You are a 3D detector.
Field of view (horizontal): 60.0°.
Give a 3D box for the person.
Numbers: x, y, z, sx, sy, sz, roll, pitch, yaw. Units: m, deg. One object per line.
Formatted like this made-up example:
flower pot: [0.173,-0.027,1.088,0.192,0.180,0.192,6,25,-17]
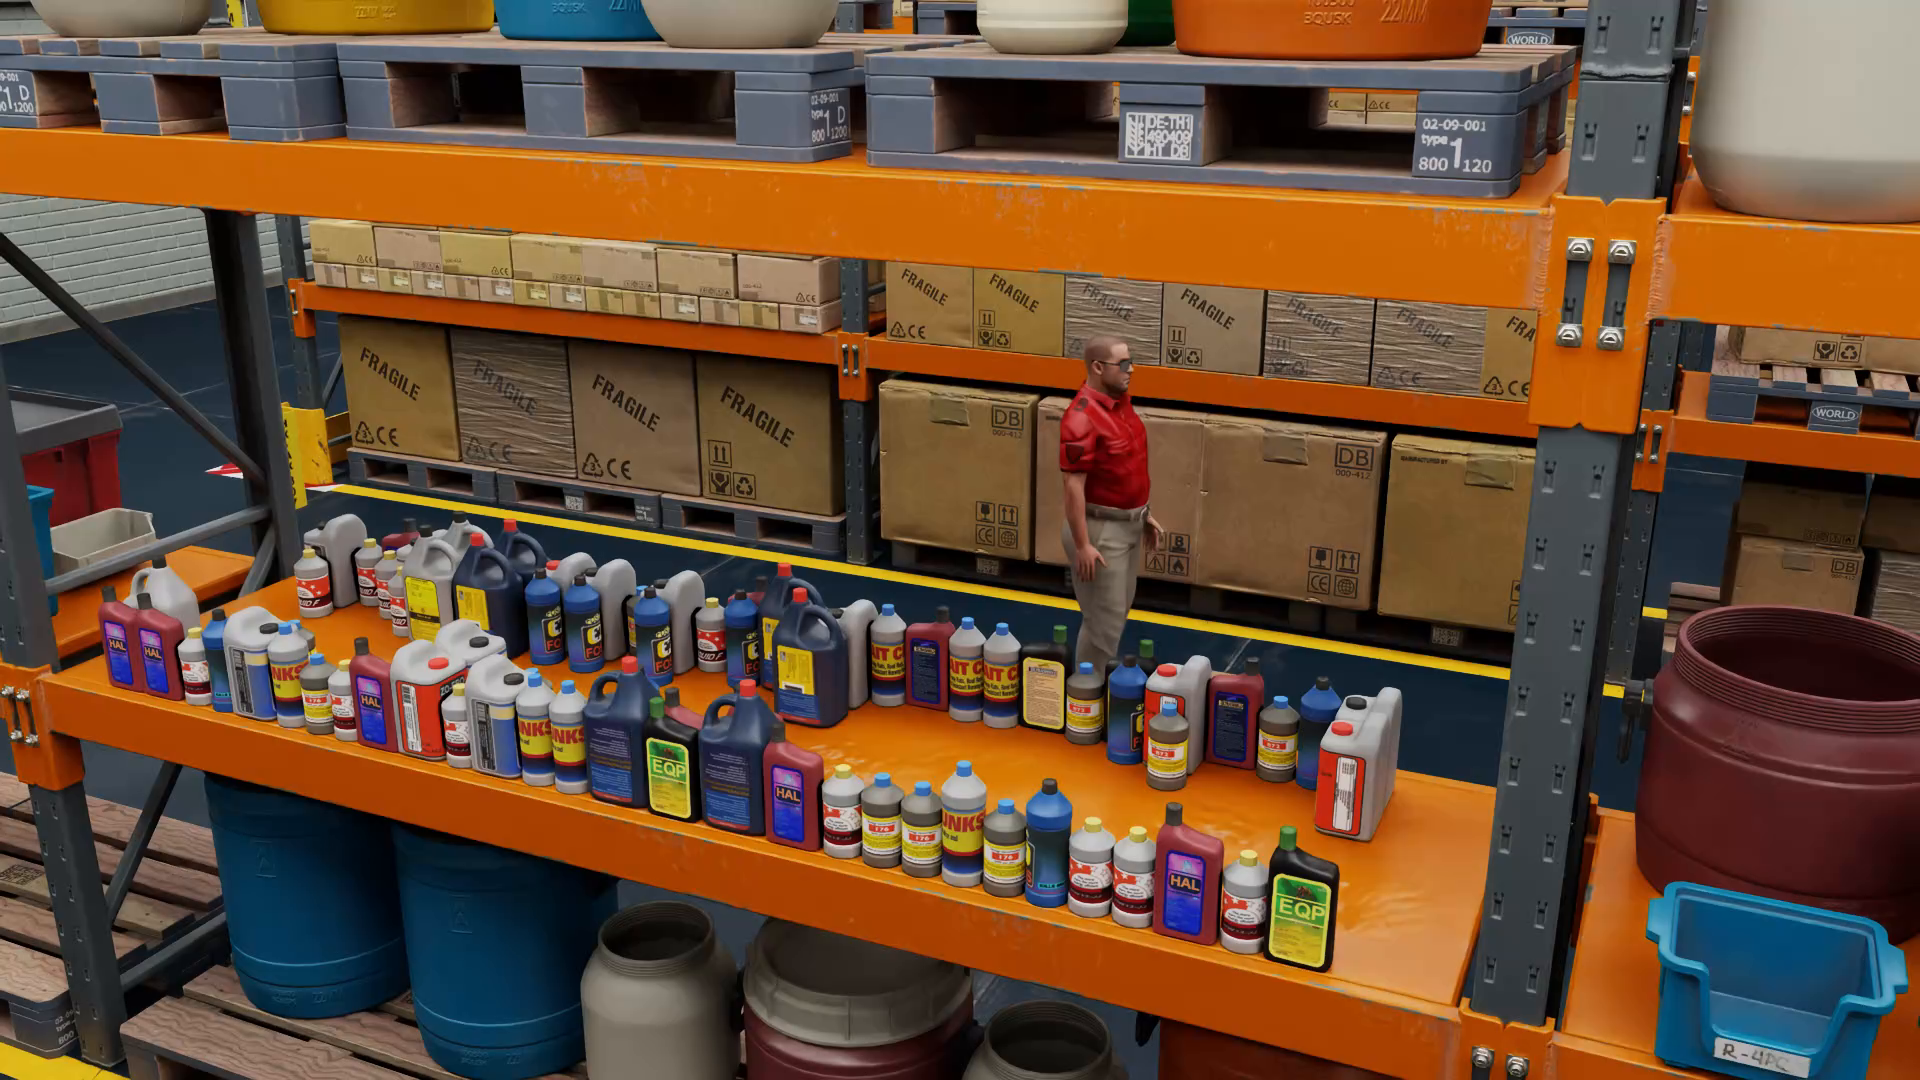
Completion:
person: [0.672,-0.016,7.174,0.420,1.754,0.557,9,21,24]
